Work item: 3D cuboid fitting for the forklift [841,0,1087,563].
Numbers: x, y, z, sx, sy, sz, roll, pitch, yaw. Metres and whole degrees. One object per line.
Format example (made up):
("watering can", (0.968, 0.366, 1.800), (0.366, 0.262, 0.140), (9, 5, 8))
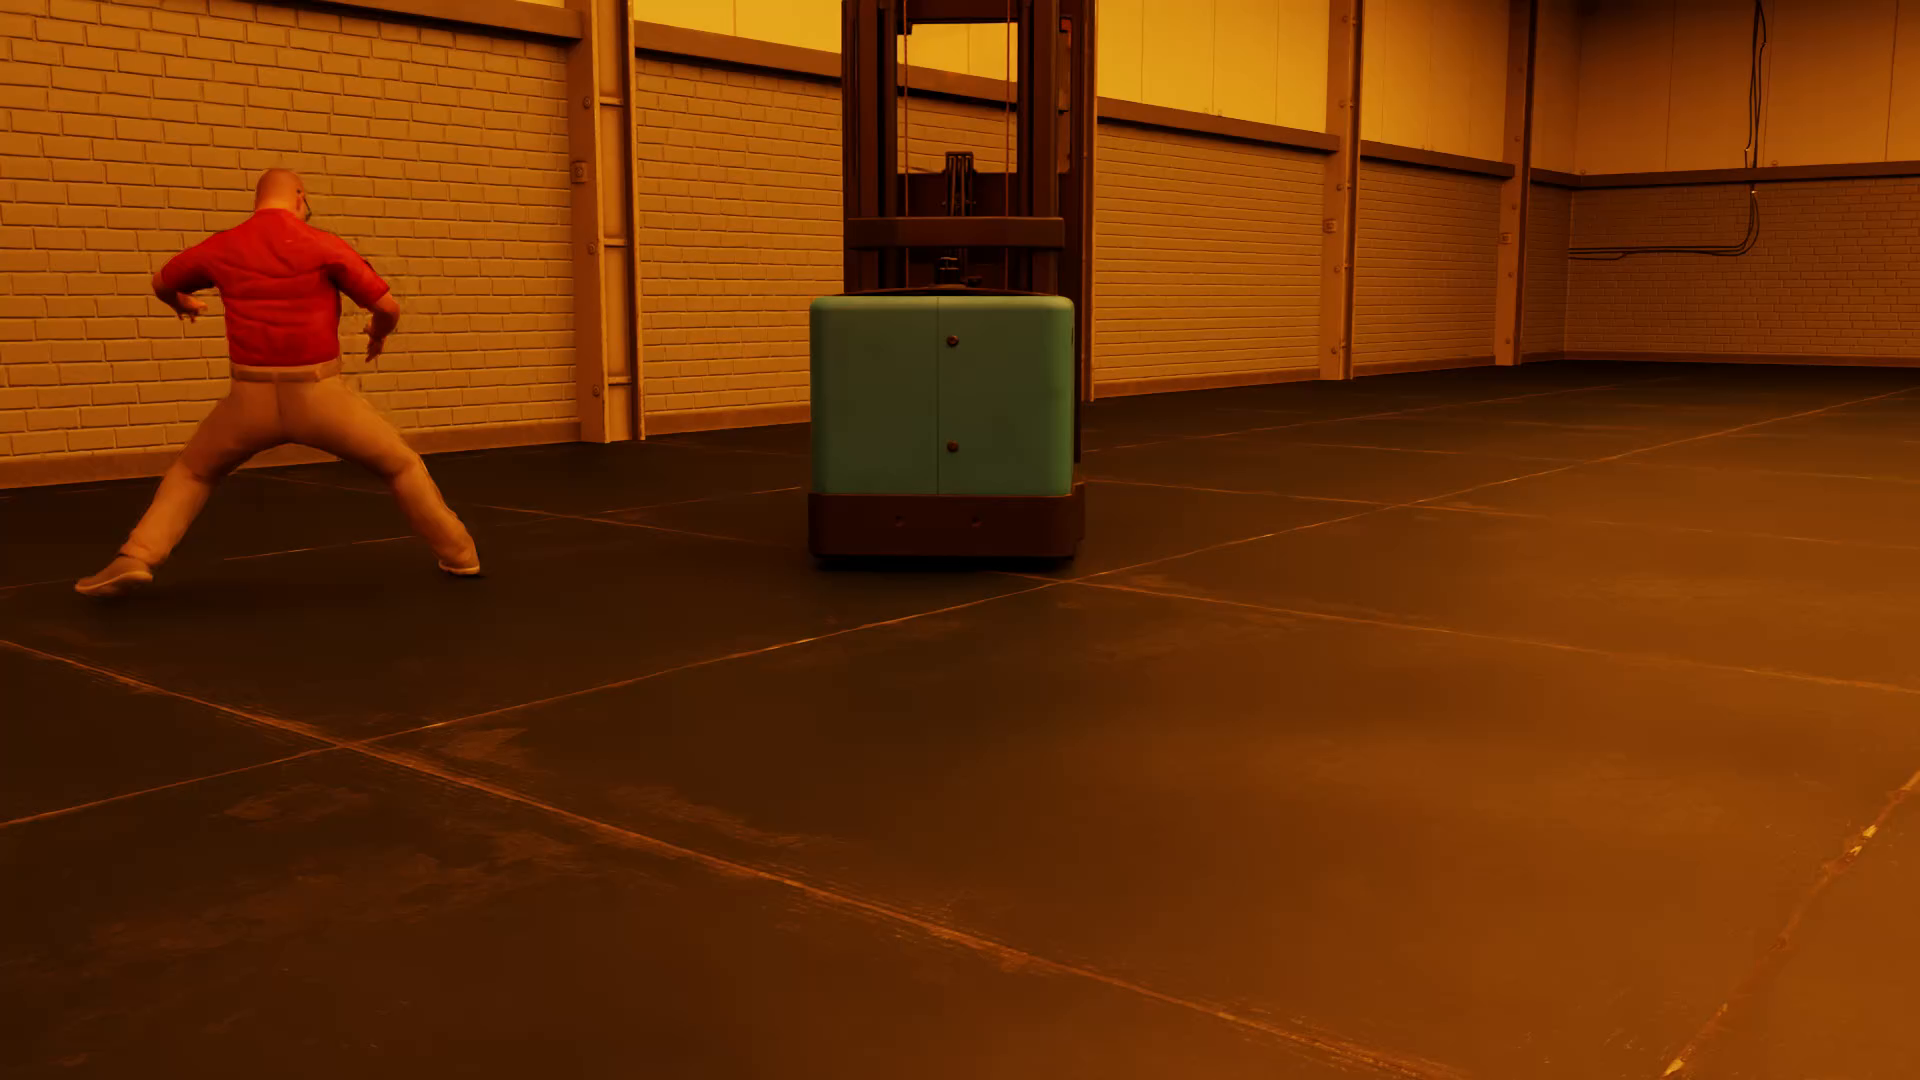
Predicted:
("forklift", (0.036, -1.513, 7.842), (1.101, 2.867, 2.884), (1, 8, 5))
